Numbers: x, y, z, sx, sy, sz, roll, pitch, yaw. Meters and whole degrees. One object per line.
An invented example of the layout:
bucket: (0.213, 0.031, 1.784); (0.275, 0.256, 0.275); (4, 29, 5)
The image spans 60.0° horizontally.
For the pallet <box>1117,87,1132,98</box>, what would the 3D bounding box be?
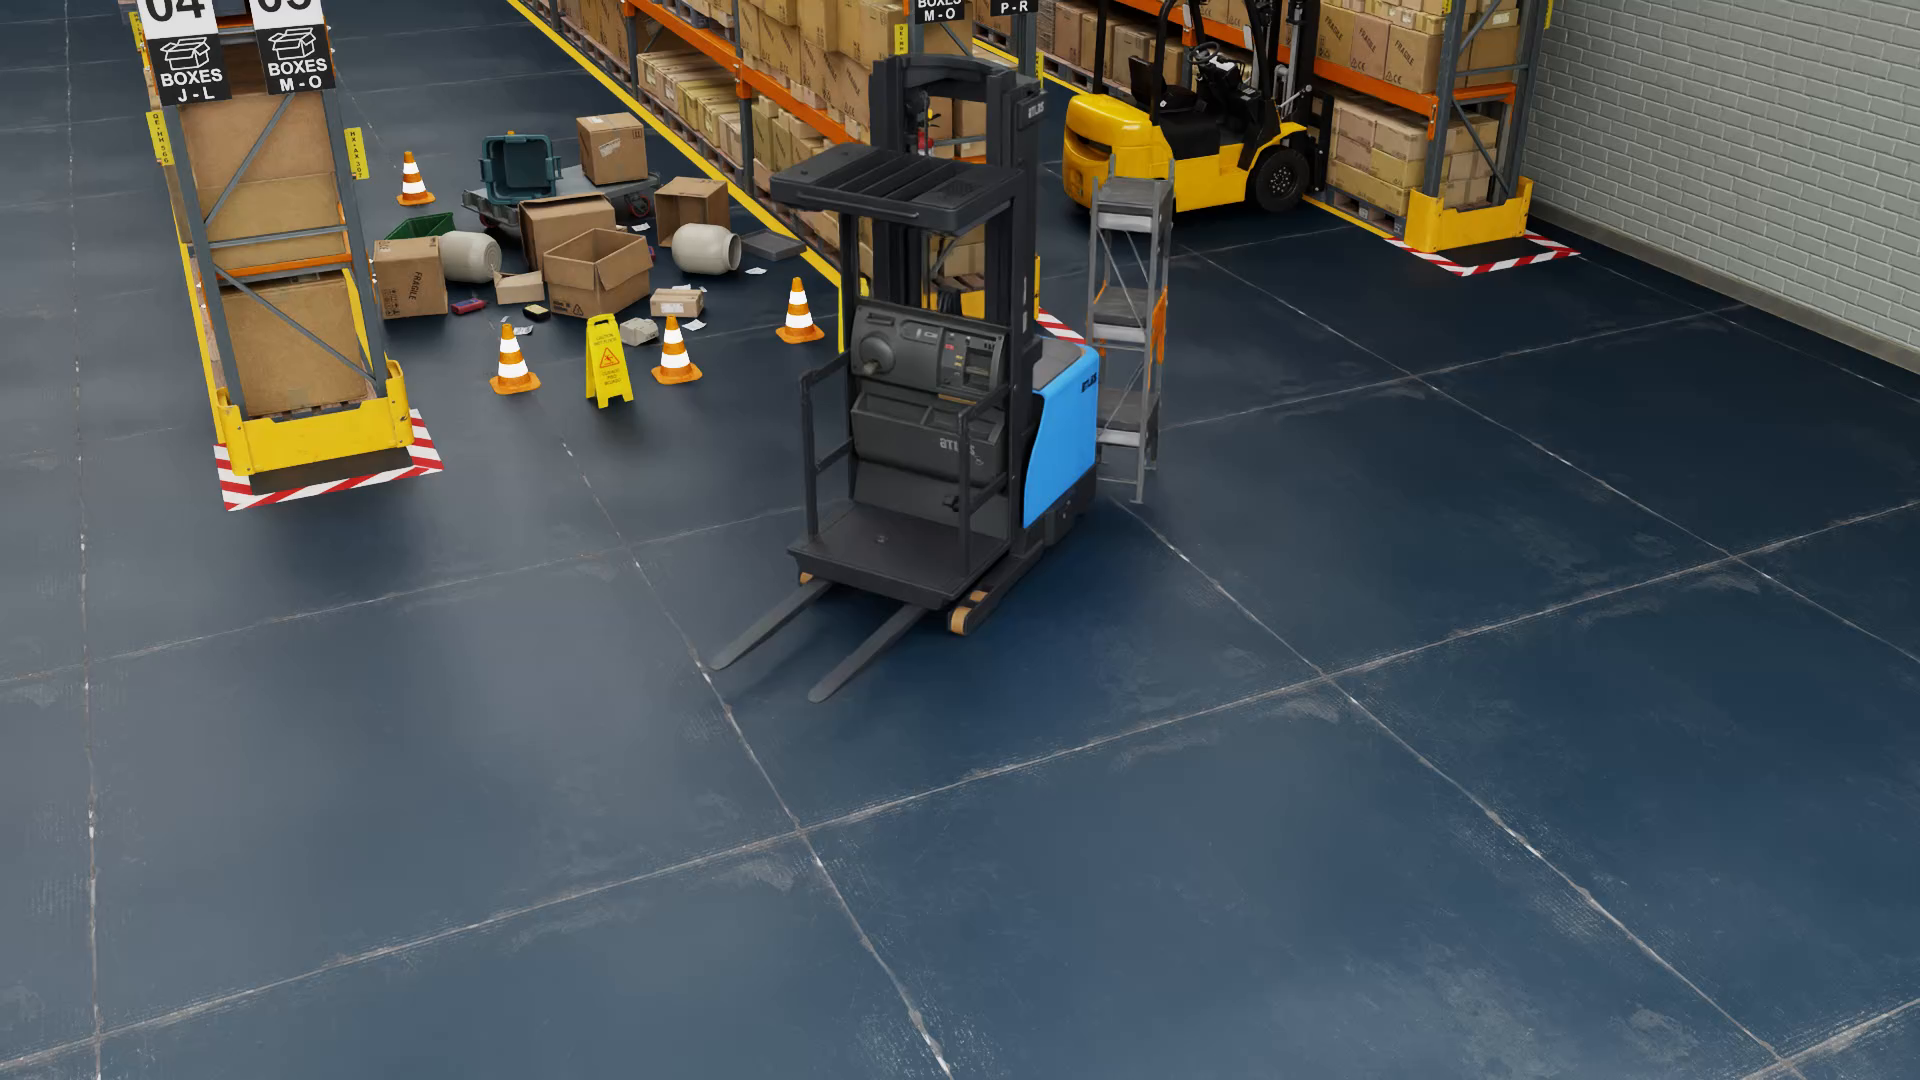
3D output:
pallet: (2.502, -4.924, 18.789); (1.003, 0.211, 1.213); (-13, 32, -22)

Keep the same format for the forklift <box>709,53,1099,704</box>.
forklift: (-0.284, -0.997, 9.003); (1.130, 2.935, 3.031); (15, 33, 25)

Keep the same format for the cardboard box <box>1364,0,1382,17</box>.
cardboard box: (3.880, -4.823, 14.992); (0.380, 0.149, 0.250); (-13, 32, -22)

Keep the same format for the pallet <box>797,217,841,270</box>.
pallet: (-0.780, -2.734, 14.883); (1.003, 0.211, 1.213); (-13, 32, -22)

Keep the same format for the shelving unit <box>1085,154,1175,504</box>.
shelving unit: (1.037, -1.292, 10.381); (0.431, 2.100, 0.503); (8, 30, 14)

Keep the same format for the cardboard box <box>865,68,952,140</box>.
cardboard box: (-0.393, -3.368, 12.756); (0.500, 0.500, 0.500); (-14, 32, -23)

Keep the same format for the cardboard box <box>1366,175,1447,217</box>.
cardboard box: (4.083, -3.181, 15.212); (0.500, 0.250, 0.500); (-13, 32, -22)

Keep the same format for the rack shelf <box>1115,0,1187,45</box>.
rack shelf: (1.995, -6.393, 19.292); (1.077, 0.370, 4.000); (-13, 32, -22)

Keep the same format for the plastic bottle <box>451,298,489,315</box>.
plastic bottle: (-3.997, -1.917, 13.579); (0.133, 0.061, 0.283); (26, 38, 38)

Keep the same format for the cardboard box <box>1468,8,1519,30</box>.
cardboard box: (4.659, -4.587, 14.571); (0.380, 0.149, 0.250); (-14, 32, -23)

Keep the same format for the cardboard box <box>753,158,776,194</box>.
cardboard box: (-1.619, -3.446, 15.683); (0.500, 0.250, 0.500); (-15, 32, -24)

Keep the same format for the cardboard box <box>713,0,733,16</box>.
cardboard box: (-2.034, -5.292, 15.757); (0.500, 0.500, 0.500); (-14, 32, -23)

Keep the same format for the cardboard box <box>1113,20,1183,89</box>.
cardboard box: (2.293, -5.543, 19.040); (0.875, 0.625, 0.625); (-13, 32, -22)

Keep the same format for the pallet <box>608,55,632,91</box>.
pallet: (-3.616, -5.694, 20.162); (1.003, 0.211, 1.213); (-13, 32, -22)

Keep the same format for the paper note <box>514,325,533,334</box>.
paper note: (-3.460, -1.664, 13.160); (0.144, 0.017, 0.142); (-3, 29, -5)

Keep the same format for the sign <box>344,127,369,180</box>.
sign: (-3.834, -2.455, 10.567); (0.100, 0.325, 0.005); (-13, 32, -22)

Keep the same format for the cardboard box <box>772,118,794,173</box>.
cardboard box: (-1.378, -3.539, 15.083); (0.500, 0.500, 0.500); (-12, 31, -20)

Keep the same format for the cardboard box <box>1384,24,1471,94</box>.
cardboard box: (4.122, -4.262, 14.655); (0.500, 0.500, 0.500); (-14, 32, -23)

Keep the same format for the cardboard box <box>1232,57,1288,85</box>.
cardboard box: (2.988, -4.736, 16.961); (0.500, 0.250, 0.500); (-13, 32, -22)

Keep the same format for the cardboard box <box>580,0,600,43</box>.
cardboard box: (-4.329, -6.915, 21.231); (0.875, 0.875, 0.875); (-12, 31, -21)

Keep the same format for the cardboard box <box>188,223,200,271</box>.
cardboard box: (-5.069, -1.859, 12.214); (0.875, 0.875, 0.875); (-14, 32, -23)

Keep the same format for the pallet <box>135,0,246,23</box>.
pallet: (-4.666, -3.524, 10.464); (1.003, 0.211, 1.213); (-13, 32, -22)

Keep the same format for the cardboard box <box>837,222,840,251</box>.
cardboard box: (-0.716, -2.527, 14.045); (0.500, 0.250, 0.500); (-13, 32, -22)

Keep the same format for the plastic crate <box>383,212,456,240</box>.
plastic crate: (-4.798, -2.692, 14.774); (0.450, 0.188, 0.662); (-7, 28, 9)

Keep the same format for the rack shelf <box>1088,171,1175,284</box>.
rack shelf: (1.037, -1.891, 10.045); (0.431, 0.518, 0.480); (8, 30, 14)

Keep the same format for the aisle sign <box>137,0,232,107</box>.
aisle sign: (-4.579, -2.968, 9.791); (0.394, 0.787, 0.004); (-13, 32, -22)

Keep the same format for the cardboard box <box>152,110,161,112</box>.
cardboard box: (-6.814, -3.580, 15.410); (1.050, 0.750, 0.750); (-13, 32, -22)

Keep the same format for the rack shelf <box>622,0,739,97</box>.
rack shelf: (-2.487, -5.349, 17.431); (1.077, 0.370, 4.000); (-13, 32, -22)

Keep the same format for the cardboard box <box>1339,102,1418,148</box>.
cardboard box: (3.867, -3.839, 15.361); (0.500, 0.250, 0.500); (-12, 32, -21)

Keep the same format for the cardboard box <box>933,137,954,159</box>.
cardboard box: (-0.265, -3.023, 12.804); (0.380, 0.149, 0.250); (-12, 31, -20)

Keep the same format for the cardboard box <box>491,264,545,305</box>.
cardboard box: (-3.654, -2.130, 13.751); (0.396, 0.266, 0.258); (-8, 30, -13)

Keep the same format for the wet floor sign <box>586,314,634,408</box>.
wet floor sign: (-2.538, -1.305, 11.890); (0.267, 0.644, 0.232); (-19, 35, -30)

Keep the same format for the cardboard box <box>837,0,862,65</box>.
cardboard box: (-0.538, -4.027, 12.909); (0.700, 0.500, 0.500); (-13, 32, -22)

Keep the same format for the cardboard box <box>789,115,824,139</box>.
cardboard box: (-1.279, -3.643, 14.605); (0.380, 0.149, 0.250); (-11, 31, -19)

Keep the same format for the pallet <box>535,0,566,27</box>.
pallet: (-5.318, -7.449, 23.292); (1.003, 0.211, 1.213); (-13, 32, -22)

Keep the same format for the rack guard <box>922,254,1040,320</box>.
rack guard: (0.056, -1.956, 13.200); (1.175, 0.500, 0.348); (-13, 32, -22)

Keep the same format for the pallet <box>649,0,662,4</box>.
pallet: (-2.943, -6.170, 18.356); (1.213, 0.211, 1.003); (-13, 32, -22)

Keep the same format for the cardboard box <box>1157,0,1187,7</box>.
cardboard box: (2.401, -5.926, 17.877); (0.500, 0.250, 0.500); (-12, 32, -21)

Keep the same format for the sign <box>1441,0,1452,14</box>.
sign: (4.074, -4.557, 13.857); (0.100, 0.325, 0.005); (-13, 32, -22)

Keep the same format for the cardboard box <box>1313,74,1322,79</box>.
cardboard box: (3.675, -4.620, 16.754); (0.500, 0.250, 0.500); (-13, 32, -22)

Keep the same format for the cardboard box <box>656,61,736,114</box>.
cardboard box: (-2.788, -5.007, 18.343); (0.950, 0.372, 0.625); (-14, 32, -23)

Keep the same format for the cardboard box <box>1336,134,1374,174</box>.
cardboard box: (3.874, -3.631, 15.503); (0.500, 0.250, 0.500); (-13, 32, -22)

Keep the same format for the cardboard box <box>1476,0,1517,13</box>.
cardboard box: (4.619, -4.706, 14.479); (0.380, 0.149, 0.250); (-14, 32, -23)

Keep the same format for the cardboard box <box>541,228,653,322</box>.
cardboard box: (-2.952, -2.168, 13.575); (0.637, 0.503, 0.797); (13, 32, 21)

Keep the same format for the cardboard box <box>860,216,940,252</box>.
cardboard box: (-0.490, -2.623, 13.448); (0.500, 0.500, 0.500); (-13, 32, -22)

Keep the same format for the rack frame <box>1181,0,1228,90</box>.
rack frame: (2.853, -5.823, 17.541); (1.000, 3.000, 0.127); (-13, 32, -22)

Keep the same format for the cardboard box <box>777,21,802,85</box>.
cardboard box: (-1.251, -4.259, 14.344); (0.500, 0.500, 0.500); (-13, 32, -22)

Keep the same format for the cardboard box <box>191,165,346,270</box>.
cardboard box: (-4.538, -2.148, 10.834); (0.875, 0.550, 0.550); (-13, 32, -22)

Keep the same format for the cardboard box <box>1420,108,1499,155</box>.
cardboard box: (4.535, -3.728, 15.165); (0.500, 0.250, 0.500); (-14, 32, -23)

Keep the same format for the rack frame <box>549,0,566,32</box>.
rack frame: (-5.063, -8.313, 21.982); (1.000, 3.000, 0.127); (-13, 32, -22)

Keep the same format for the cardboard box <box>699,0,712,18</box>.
cardboard box: (-2.339, -5.249, 16.344); (0.380, 0.149, 0.250); (-14, 32, -23)

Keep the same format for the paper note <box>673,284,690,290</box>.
paper note: (-2.344, -2.119, 13.982); (0.148, 0.019, 0.142); (-3, 29, -5)

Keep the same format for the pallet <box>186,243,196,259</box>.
pallet: (-6.455, -2.804, 15.008); (1.003, 0.211, 1.213); (-13, 32, -22)

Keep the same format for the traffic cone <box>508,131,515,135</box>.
traffic cone: (-4.453, -3.845, 16.606); (0.336, 0.463, 0.334); (-13, 32, -22)

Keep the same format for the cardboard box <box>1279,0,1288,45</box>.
cardboard box: (3.265, -5.166, 16.267); (0.500, 0.500, 0.500); (-13, 32, -22)

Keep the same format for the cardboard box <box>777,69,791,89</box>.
cardboard box: (-1.411, -4.135, 14.787); (0.380, 0.149, 0.250); (-12, 31, -20)

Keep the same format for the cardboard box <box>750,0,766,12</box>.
cardboard box: (-1.436, -4.919, 14.499); (0.700, 0.500, 0.500); (-13, 32, -22)
